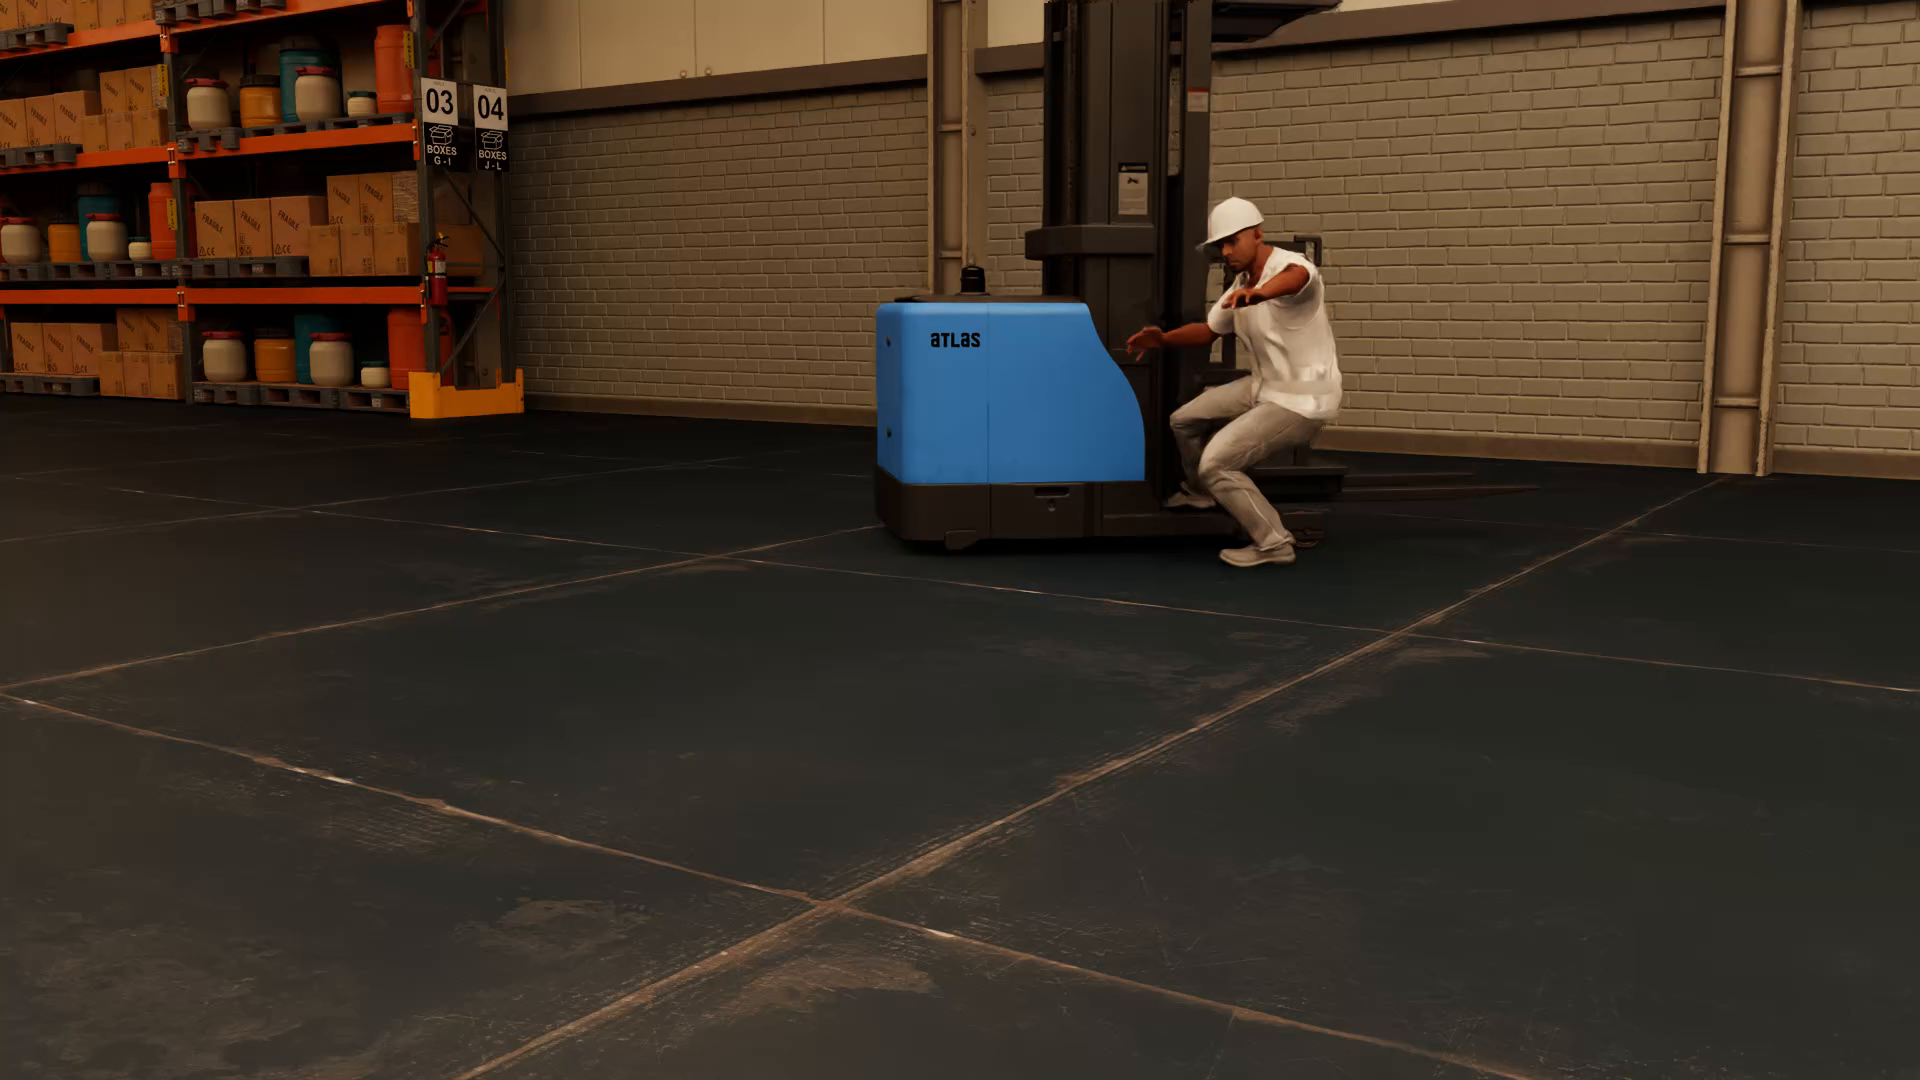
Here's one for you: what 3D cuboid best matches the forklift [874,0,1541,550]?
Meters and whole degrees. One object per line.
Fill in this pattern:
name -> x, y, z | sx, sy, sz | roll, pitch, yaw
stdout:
forklift -> 1.158, -1.483, 7.620 | 3.031, 2.935, 1.130 | -1, 8, -10

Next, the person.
person -> 1.102, -0.617, 6.669 | 0.797, 1.483, 1.583 | -2, 8, -12
